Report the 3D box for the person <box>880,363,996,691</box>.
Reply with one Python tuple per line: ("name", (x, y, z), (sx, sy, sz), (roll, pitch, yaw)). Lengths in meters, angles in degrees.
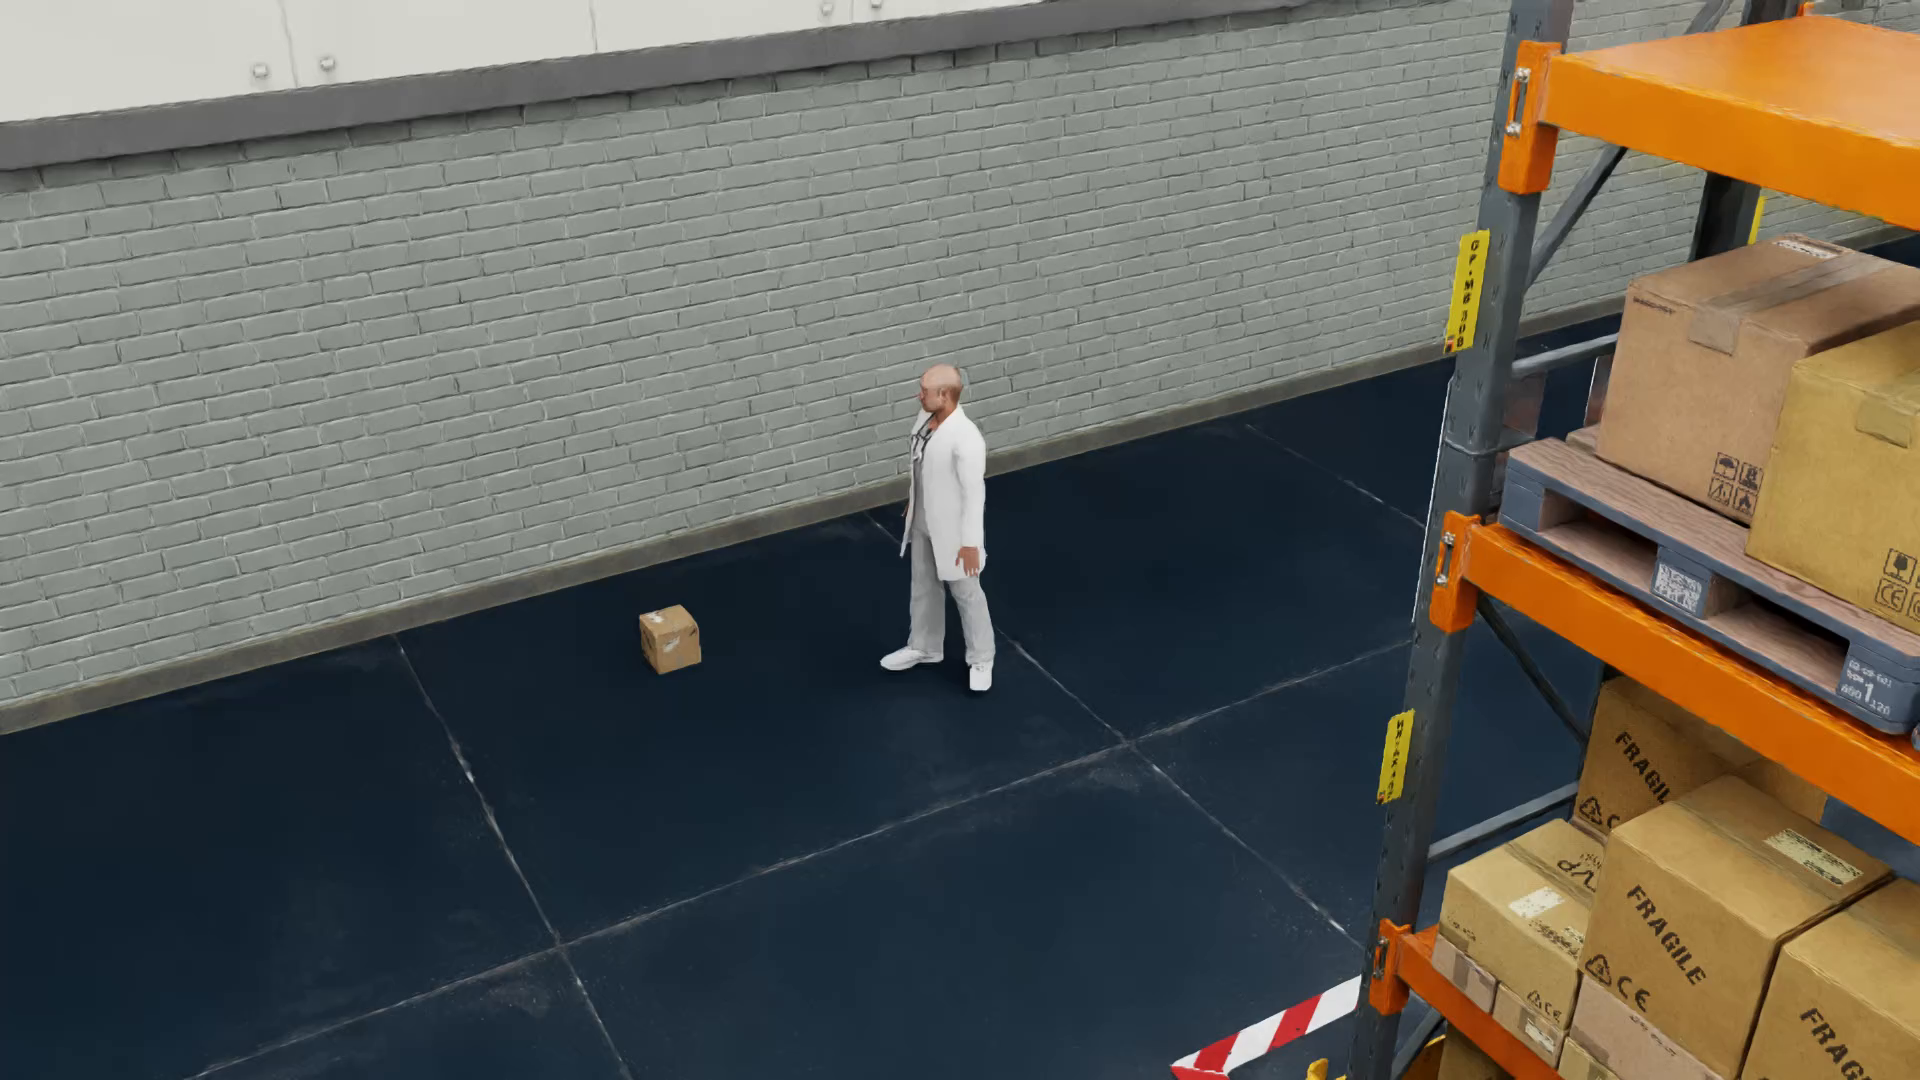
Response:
("person", (-0.109, -0.078, 8.679), (0.574, 1.781, 0.700), (-18, 33, -29))
